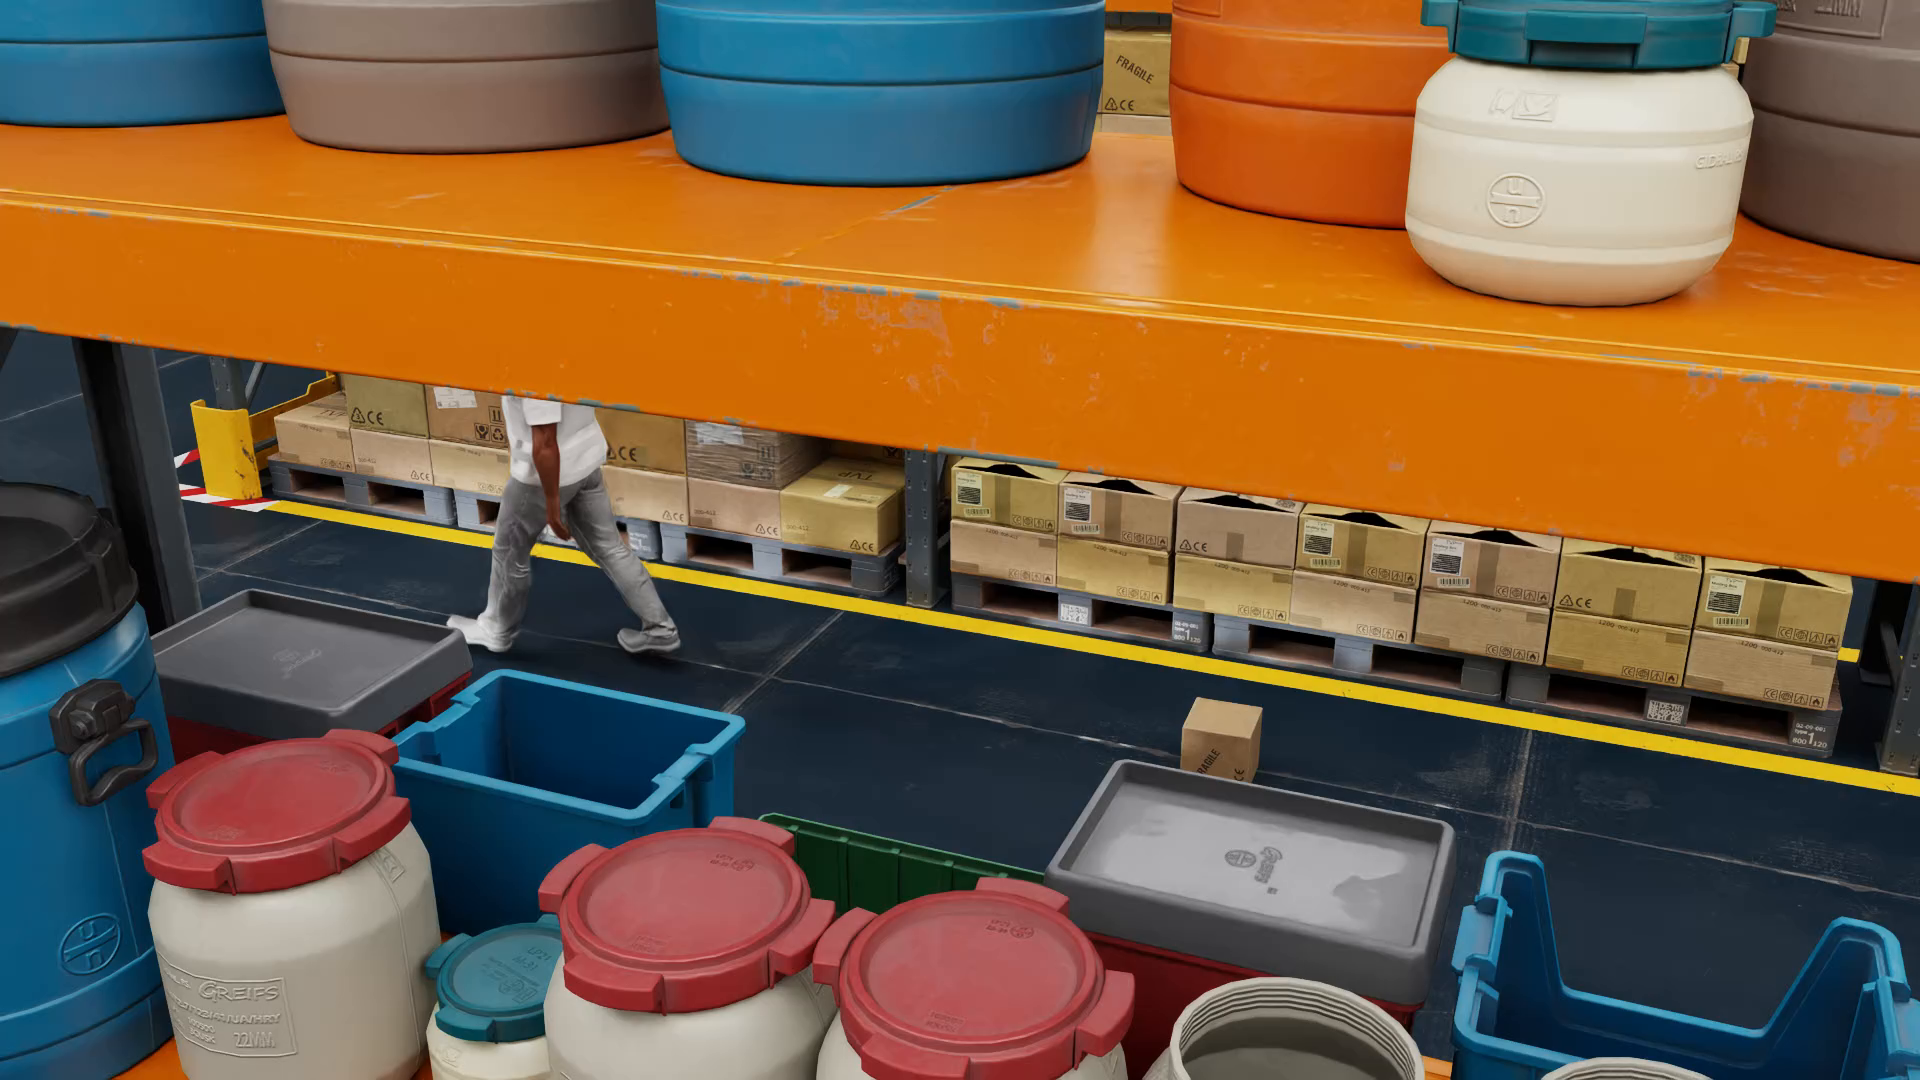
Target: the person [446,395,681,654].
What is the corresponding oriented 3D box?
[{"bbox_3d":[-1.695,-0.318,6.853,1.048,1.722,0.586,10,24,23],"label":"person"}]
